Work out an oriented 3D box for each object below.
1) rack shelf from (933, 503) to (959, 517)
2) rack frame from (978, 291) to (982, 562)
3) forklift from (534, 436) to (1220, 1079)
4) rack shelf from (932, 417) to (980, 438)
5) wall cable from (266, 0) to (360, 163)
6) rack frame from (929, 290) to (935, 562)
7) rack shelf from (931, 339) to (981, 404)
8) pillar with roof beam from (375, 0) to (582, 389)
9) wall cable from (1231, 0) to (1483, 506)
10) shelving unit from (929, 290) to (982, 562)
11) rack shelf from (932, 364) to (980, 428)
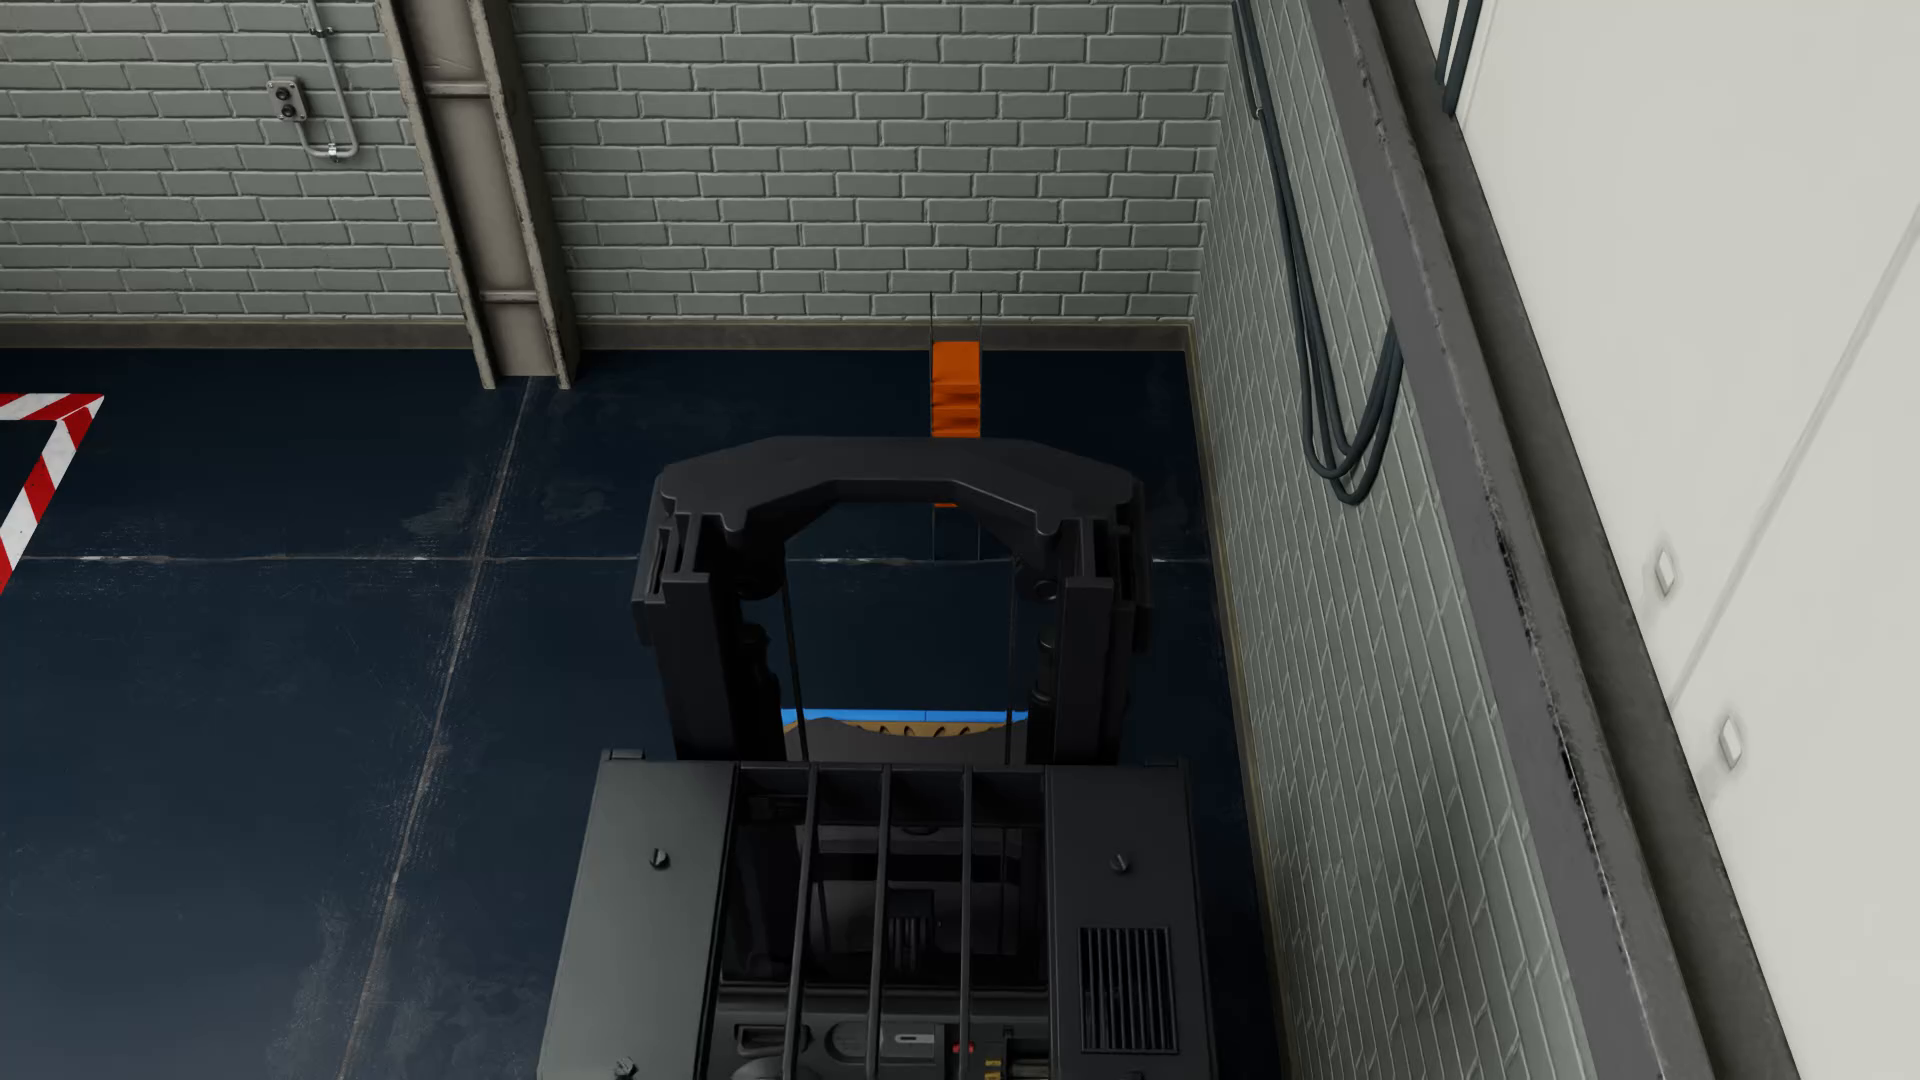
[{"bbox_3d":[-0.014,-0.215,6.600,0.180,0.103,0.258,0,47,0],"label":"rack shelf"},{"bbox_3d":[0.077,-0.409,6.391,0.006,1.200,0.240,0,47,0],"label":"rack frame"},{"bbox_3d":[-0.126,1.315,3.604,1.130,2.935,3.031,1,47,1],"label":"forklift"},{"bbox_3d":[-0.014,-0.460,6.336,0.180,0.103,0.258,0,47,0],"label":"rack shelf"},{"bbox_3d":[-3.360,-2.222,6.156,1.851,1.984,0.084,0,47,0],"label":"wall cable"},{"bbox_3d":[-0.106,-0.409,6.392,0.006,1.200,0.240,0,47,0],"label":"rack frame"},{"bbox_3d":[-0.014,-0.624,6.161,0.180,0.103,0.258,0,47,0],"label":"rack shelf"},{"bbox_3d":[-1.957,-0.706,1.340,0.400,9.000,9.100,0,47,0],"label":"pillar with roof beam"},{"bbox_3d":[1.011,-1.896,4.569,0.112,2.526,3.097,0,47,0],"label":"wall cable"},{"bbox_3d":[-0.014,-0.409,6.392,0.189,1.200,0.258,0,47,0],"label":"shelving unit"},{"bbox_3d":[-0.014,-0.542,6.248,0.180,0.103,0.258,0,47,0],"label":"rack shelf"}]
